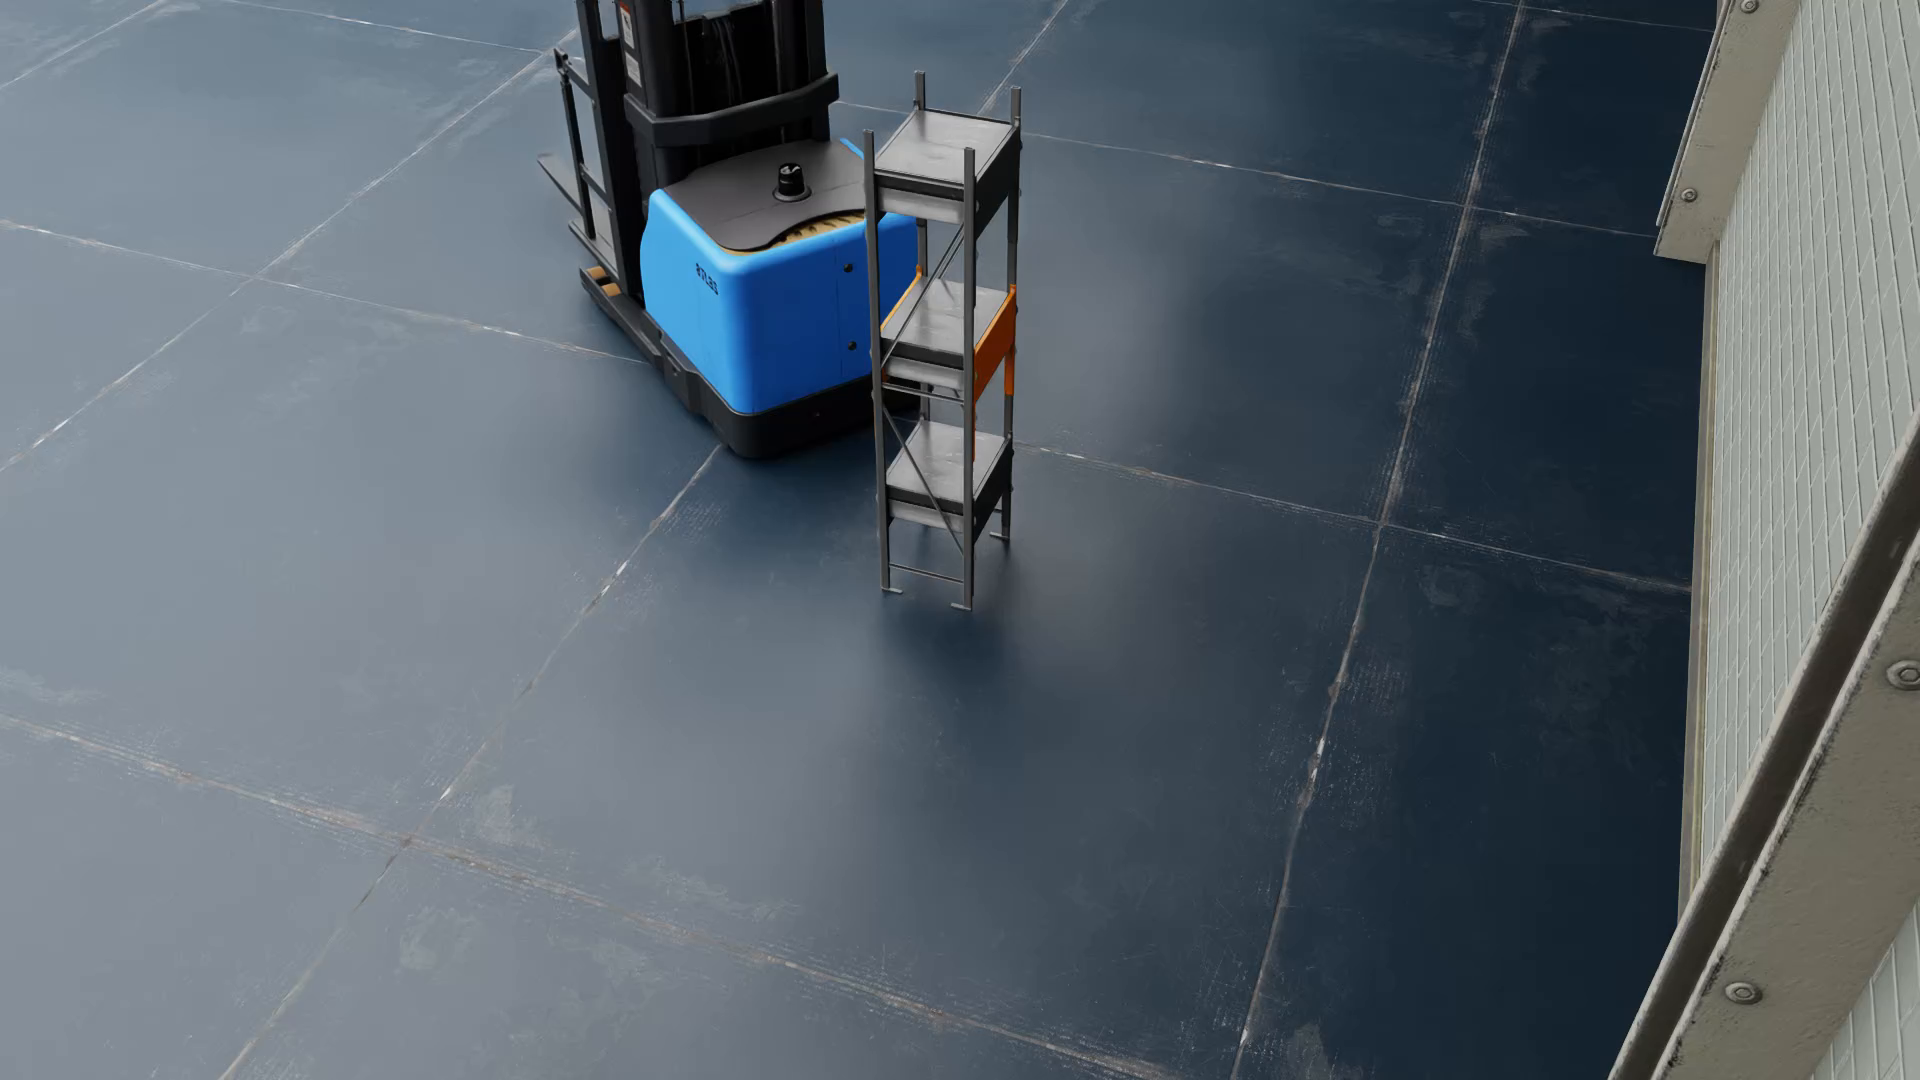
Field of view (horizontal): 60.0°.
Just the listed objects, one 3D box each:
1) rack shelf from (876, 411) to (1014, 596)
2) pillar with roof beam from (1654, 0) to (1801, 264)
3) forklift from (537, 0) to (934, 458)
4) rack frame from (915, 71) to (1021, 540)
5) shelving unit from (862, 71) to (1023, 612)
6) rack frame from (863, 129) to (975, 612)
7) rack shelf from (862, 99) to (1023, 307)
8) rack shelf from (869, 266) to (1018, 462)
[{"bbox_3d":[-0.057,-0.155,6.913,0.431,0.518,0.480,13,42,15],"label":"rack shelf"},{"bbox_3d":[-0.049,-6.019,7.372,9.100,9.000,0.400,13,42,15],"label":"pillar with roof beam"},{"bbox_3d":[-1.331,-2.422,7.831,1.130,2.935,3.031,-22,45,-24],"label":"forklift"},{"bbox_3d":[0.027,-0.847,6.625,0.400,2.100,0.015,13,42,15],"label":"rack frame"},{"bbox_3d":[-0.057,-0.698,6.450,0.431,2.100,0.503,13,42,15],"label":"shelving unit"},{"bbox_3d":[-0.140,-0.549,6.276,0.400,2.100,0.015,13,42,15],"label":"rack frame"},{"bbox_3d":[-0.057,-1.220,6.005,0.431,0.518,0.480,13,42,15],"label":"rack shelf"},{"bbox_3d":[-0.057,-0.687,6.459,0.431,0.518,0.480,13,42,15],"label":"rack shelf"}]
